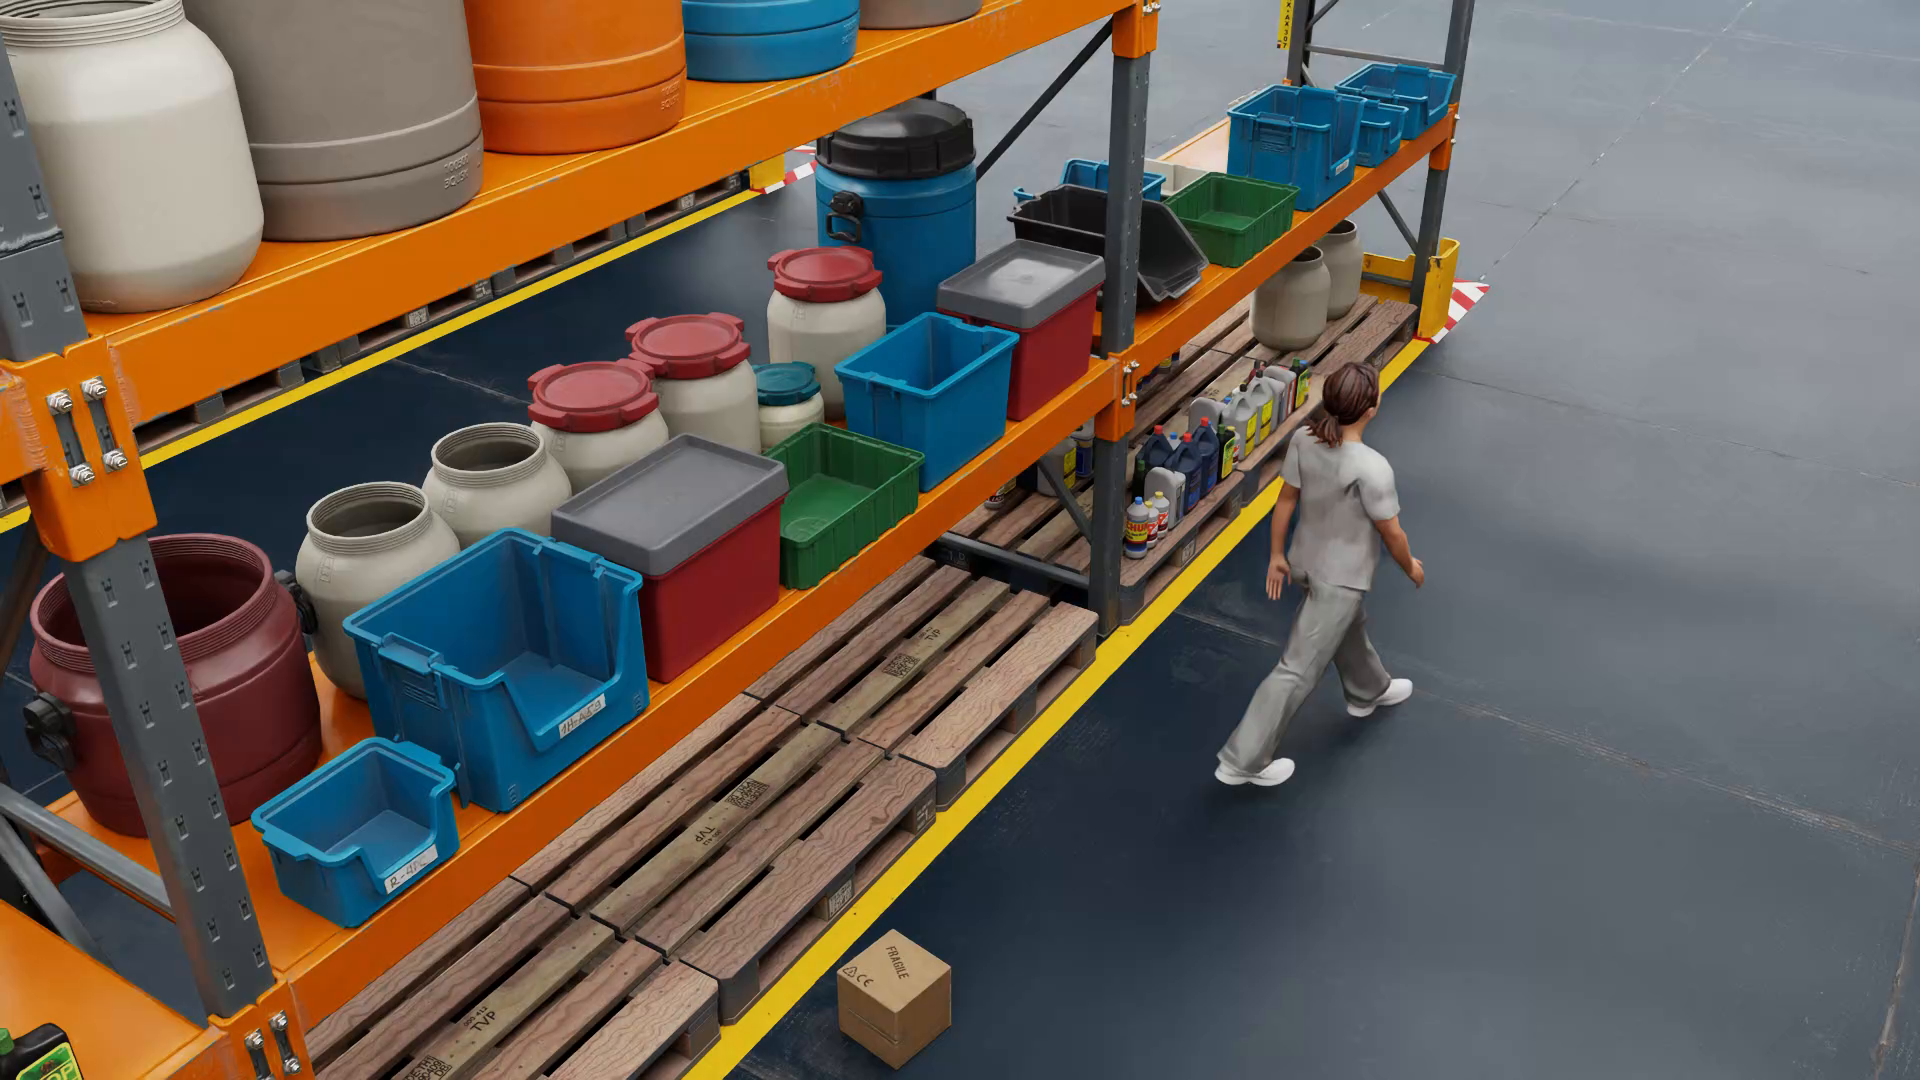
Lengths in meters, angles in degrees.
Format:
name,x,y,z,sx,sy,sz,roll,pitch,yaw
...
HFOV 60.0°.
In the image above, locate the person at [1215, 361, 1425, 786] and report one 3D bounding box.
name,x,y,z,sx,sy,sz,roll,pitch,yaw
person,1.384,0.089,5.960,1.034,1.605,0.439,-14,33,-22
